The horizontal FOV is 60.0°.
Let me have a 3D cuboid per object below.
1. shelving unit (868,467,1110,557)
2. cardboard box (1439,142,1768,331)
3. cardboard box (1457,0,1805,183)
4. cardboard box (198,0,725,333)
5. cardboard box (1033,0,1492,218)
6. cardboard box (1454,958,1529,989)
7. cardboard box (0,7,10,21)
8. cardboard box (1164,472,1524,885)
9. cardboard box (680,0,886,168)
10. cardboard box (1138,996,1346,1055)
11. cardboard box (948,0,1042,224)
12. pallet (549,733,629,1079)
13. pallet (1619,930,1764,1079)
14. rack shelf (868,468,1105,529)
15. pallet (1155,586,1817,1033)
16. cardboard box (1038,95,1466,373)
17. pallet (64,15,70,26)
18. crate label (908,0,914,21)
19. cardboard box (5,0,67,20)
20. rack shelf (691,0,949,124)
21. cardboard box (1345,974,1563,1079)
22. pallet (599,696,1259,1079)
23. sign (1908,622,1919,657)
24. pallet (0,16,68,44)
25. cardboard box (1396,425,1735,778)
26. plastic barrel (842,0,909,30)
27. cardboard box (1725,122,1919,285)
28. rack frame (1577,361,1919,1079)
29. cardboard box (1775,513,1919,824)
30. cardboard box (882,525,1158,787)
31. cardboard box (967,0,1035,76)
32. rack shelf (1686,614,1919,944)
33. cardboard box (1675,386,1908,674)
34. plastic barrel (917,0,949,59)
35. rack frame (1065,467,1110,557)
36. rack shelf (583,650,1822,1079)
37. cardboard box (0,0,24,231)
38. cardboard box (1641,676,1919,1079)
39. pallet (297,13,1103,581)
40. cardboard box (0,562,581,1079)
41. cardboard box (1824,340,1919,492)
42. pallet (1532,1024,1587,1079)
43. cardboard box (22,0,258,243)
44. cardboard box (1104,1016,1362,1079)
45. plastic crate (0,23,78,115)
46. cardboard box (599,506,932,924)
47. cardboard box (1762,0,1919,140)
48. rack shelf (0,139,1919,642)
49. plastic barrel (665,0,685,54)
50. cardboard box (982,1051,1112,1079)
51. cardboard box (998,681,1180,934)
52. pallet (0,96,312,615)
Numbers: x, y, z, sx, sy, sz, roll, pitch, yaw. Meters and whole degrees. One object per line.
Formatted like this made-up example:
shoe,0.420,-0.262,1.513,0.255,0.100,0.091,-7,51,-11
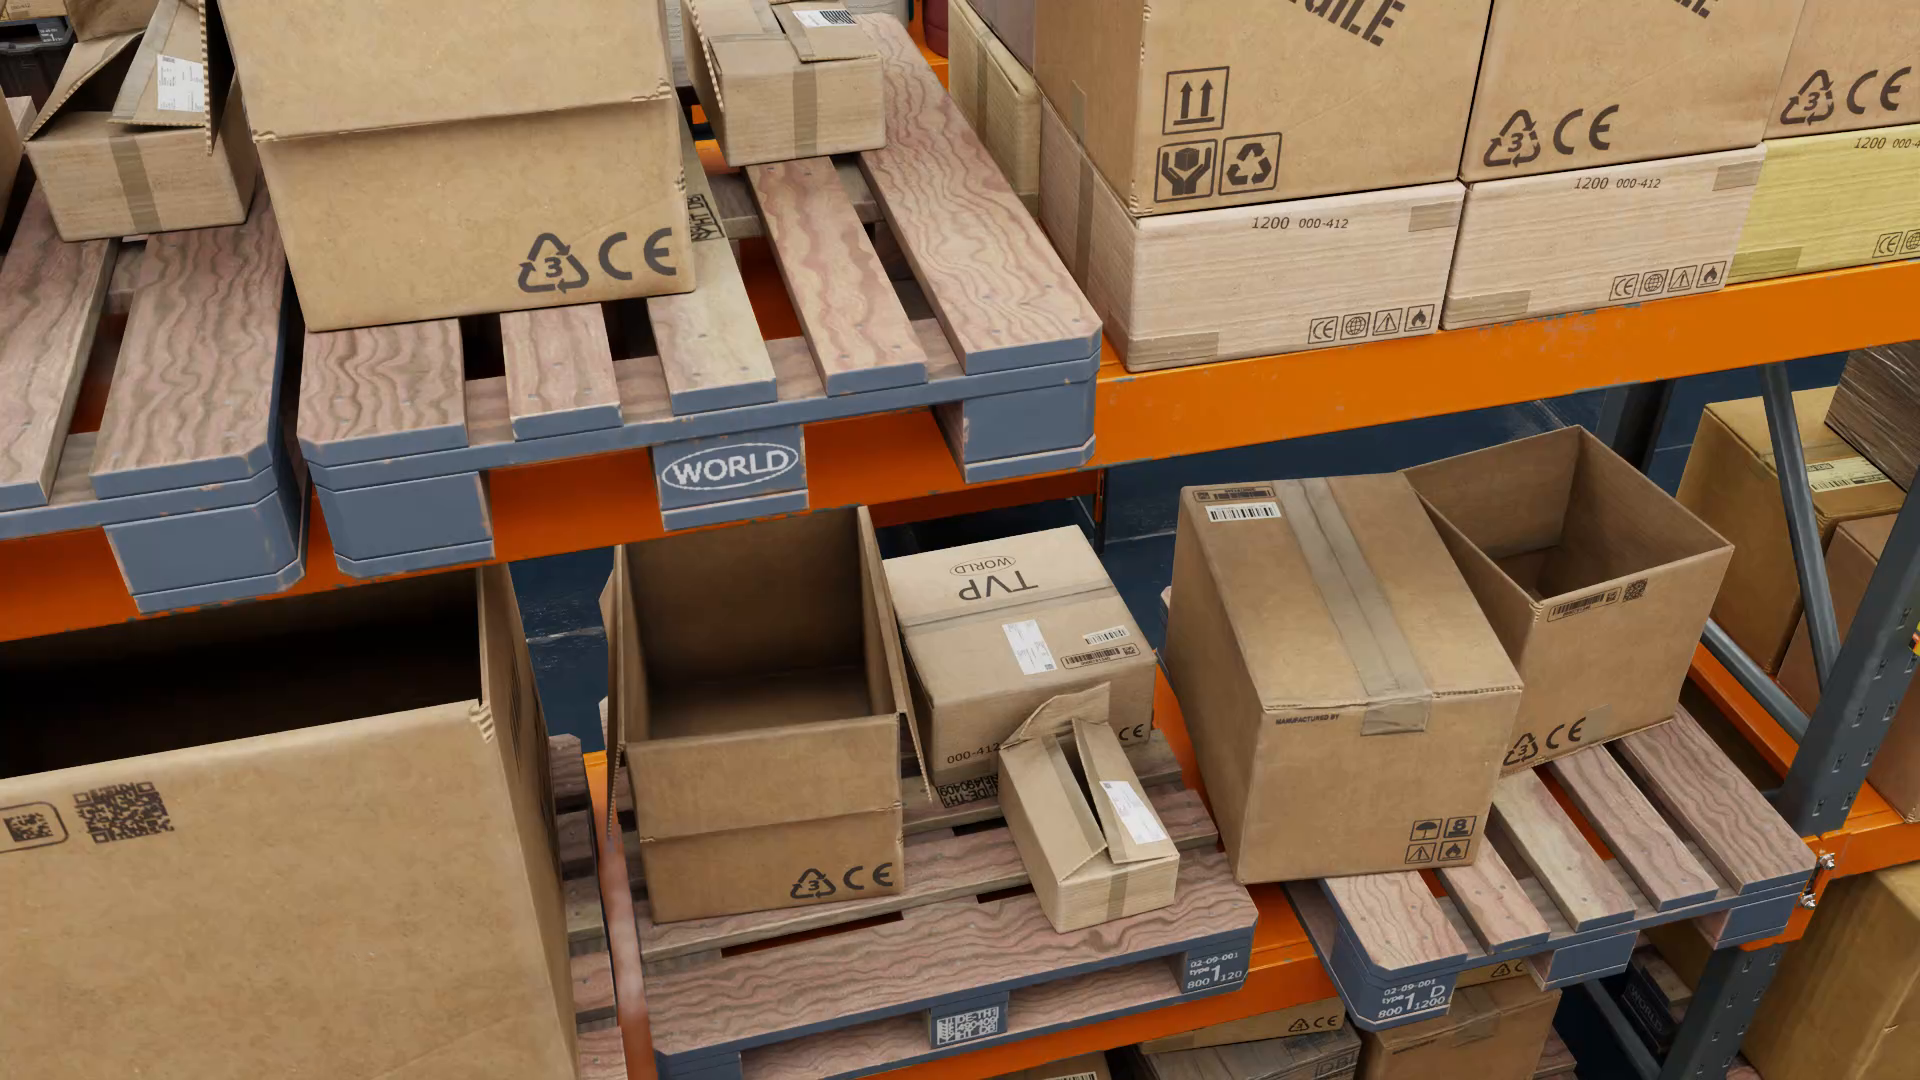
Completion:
shelving unit,0.007,-0.448,6.410,1.048,1.125,0.538,-9,38,-12
cardboard box,0.918,-0.602,2.723,0.500,0.250,0.500,-9,38,-12
cardboard box,0.901,-0.896,2.490,0.500,0.500,0.500,-9,38,-12
cardboard box,-0.684,-0.708,2.307,0.637,0.503,0.797,-8,38,-10
cardboard box,0.419,-0.826,2.399,0.500,0.500,0.500,-9,38,-11
cardboard box,1.150,0.868,4.225,0.500,0.250,0.500,-8,38,-10
cardboard box,-6.489,-3.586,10.886,0.500,0.250,0.500,-9,38,-12
cardboard box,0.765,0.273,3.496,0.500,0.500,0.700,-4,38,-5
cardboard box,-0.289,-0.764,2.657,0.250,0.166,0.380,-10,39,-13
cardboard box,0.640,0.958,4.107,0.500,0.250,0.500,-5,38,-7
cardboard box,0.279,-0.815,3.001,0.500,0.250,0.500,-9,38,-11
pallet,-1.297,0.898,3.265,1.213,0.211,1.003,-9,38,-12
pallet,2.570,1.251,4.941,1.213,0.211,1.003,-9,38,-12
rack shelf,0.007,-0.254,6.558,1.000,0.278,0.538,-9,38,-12
pallet,1.129,0.475,3.818,1.003,0.211,1.213,-9,38,-12
cardboard box,0.433,-0.524,2.621,0.500,0.250,0.500,-8,38,-11
pallet,-5.431,-3.745,11.472,1.213,0.211,1.003,-9,38,-12
crate label,-0.532,-2.697,7.777,0.616,0.435,0.502,-9,38,-12
cardboard box,-6.007,-3.666,10.991,0.500,0.250,0.500,-9,38,-12
rack shelf,-1.433,-2.079,7.591,4.000,0.370,1.077,-9,38,-12
cardboard box,1.147,1.160,4.460,0.500,0.500,0.700,-11,39,-14
pallet,-0.112,0.638,3.606,1.213,0.211,1.003,-9,38,-12
sign,1.939,0.112,3.247,0.005,0.325,0.100,-9,38,-12
pallet,-6.611,-3.549,11.216,1.213,0.211,1.003,-9,38,-12
cardboard box,1.278,0.126,3.688,0.500,0.500,0.500,-14,40,-18
plastic barrel,-0.440,-2.438,7.376,0.421,0.512,0.421,0,37,0
cardboard box,1.394,-0.689,2.836,0.500,0.250,0.500,-9,38,-12
rack frame,1.789,0.224,3.989,0.127,3.000,1.000,-9,38,-12
cardboard box,2.329,0.267,3.850,0.500,0.500,0.500,-8,38,-11
cardboard box,0.111,0.247,3.736,0.500,0.250,0.500,-10,39,-13
cardboard box,0.294,-1.120,2.783,0.500,0.500,0.500,-10,39,-13
rack shelf,3.720,0.193,4.621,4.000,0.370,1.077,-9,38,-12
cardboard box,2.201,-0.039,4.250,0.500,0.500,0.500,-8,38,-11
plastic barrel,0.129,-2.484,7.417,0.708,0.536,0.600,-9,38,-12
rack frame,0.497,-0.528,6.515,0.032,1.125,0.500,-9,38,-12
rack shelf,-0.142,0.826,3.793,4.000,0.370,1.077,-9,38,-12
cardboard box,-1.593,-0.558,2.111,0.637,0.503,0.797,-11,39,-14
cardboard box,2.460,0.804,4.633,0.875,0.875,1.225,-11,39,-14
pallet,-0.449,-0.461,2.569,1.003,0.211,1.213,-9,38,-12
cardboard box,-1.269,0.409,2.908,1.000,1.000,1.000,-9,38,-12
cardboard box,2.499,-0.321,3.792,0.637,0.503,0.797,-8,38,-10
pallet,1.034,1.454,4.675,1.213,0.211,1.003,-9,38,-12
cardboard box,-1.191,-0.655,2.434,0.258,0.266,0.396,-8,38,-10
cardboard box,0.615,1.255,4.336,0.500,0.500,0.700,-12,39,-16
plastic crate,-3.903,-2.015,6.966,0.504,0.338,0.767,-9,38,-12
cardboard box,-0.423,0.321,3.431,0.637,0.503,0.797,-6,38,-7
cardboard box,1.393,-0.984,2.604,0.500,0.500,0.500,-8,38,-11
rack shelf,-0.142,-0.365,2.882,4.000,0.370,1.077,-9,38,-12
plastic barrel,-1.257,-2.309,7.188,0.433,0.535,0.433,0,37,0
cardboard box,0.070,1.349,4.213,0.500,0.500,0.700,-6,38,-8
cardboard box,0.249,0.533,3.349,0.258,0.266,0.396,-10,39,-13
pallet,-1.449,-0.295,2.352,1.003,0.211,1.213,-9,38,-12
